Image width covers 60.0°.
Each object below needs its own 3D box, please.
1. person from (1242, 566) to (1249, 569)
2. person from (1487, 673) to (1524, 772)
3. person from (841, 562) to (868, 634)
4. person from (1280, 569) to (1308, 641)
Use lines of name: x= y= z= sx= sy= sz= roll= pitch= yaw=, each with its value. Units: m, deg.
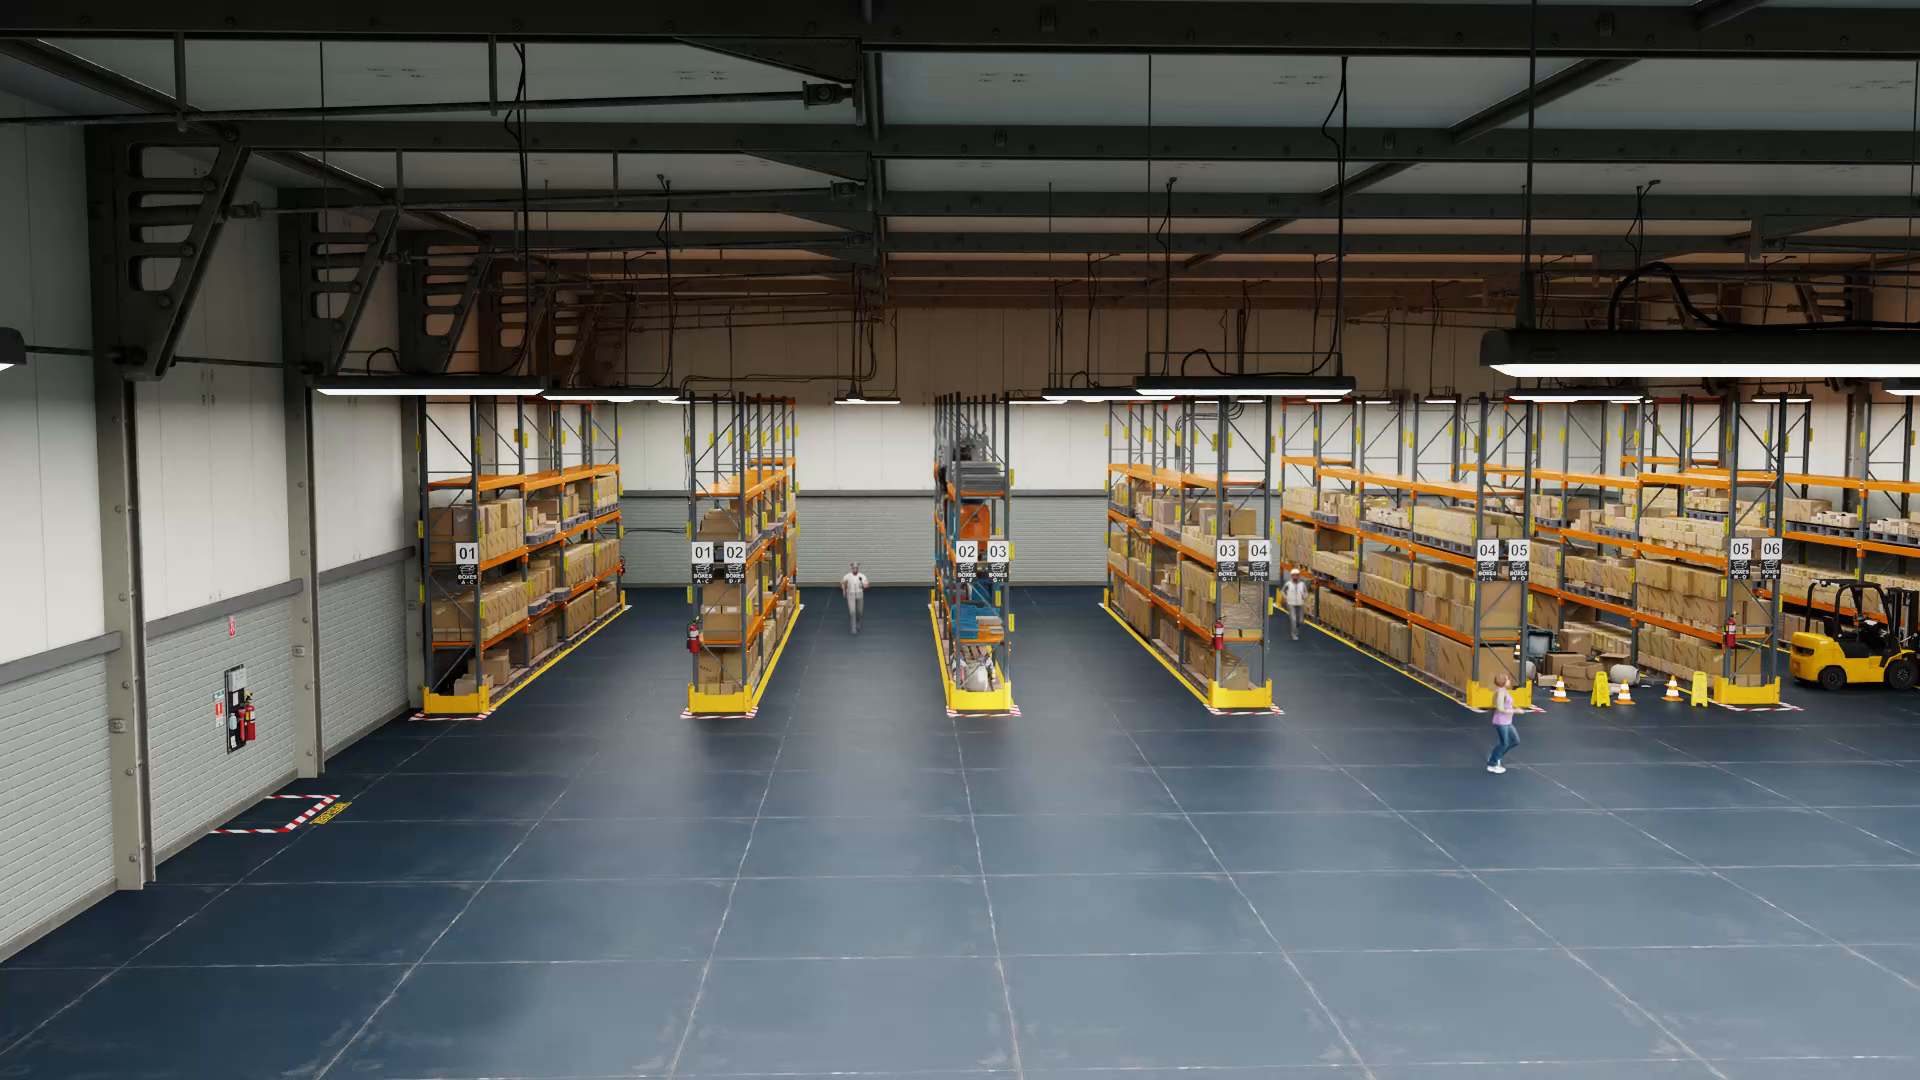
person: x=8.074 y=0.987 z=48.547 sx=0.956 sy=1.681 sz=0.856 roll=-2 pitch=5 yaw=-18
person: x=8.522 y=2.855 z=25.942 sx=0.555 sy=1.555 sz=0.522 roll=2 pitch=5 yaw=24
person: x=-2.651 y=1.443 z=42.115 sx=0.663 sy=1.766 sz=0.991 roll=-1 pitch=5 yaw=-12
person: x=8.234 y=1.581 z=40.926 sx=0.667 sy=1.736 sz=0.779 roll=0 pitch=5 yaw=-1
